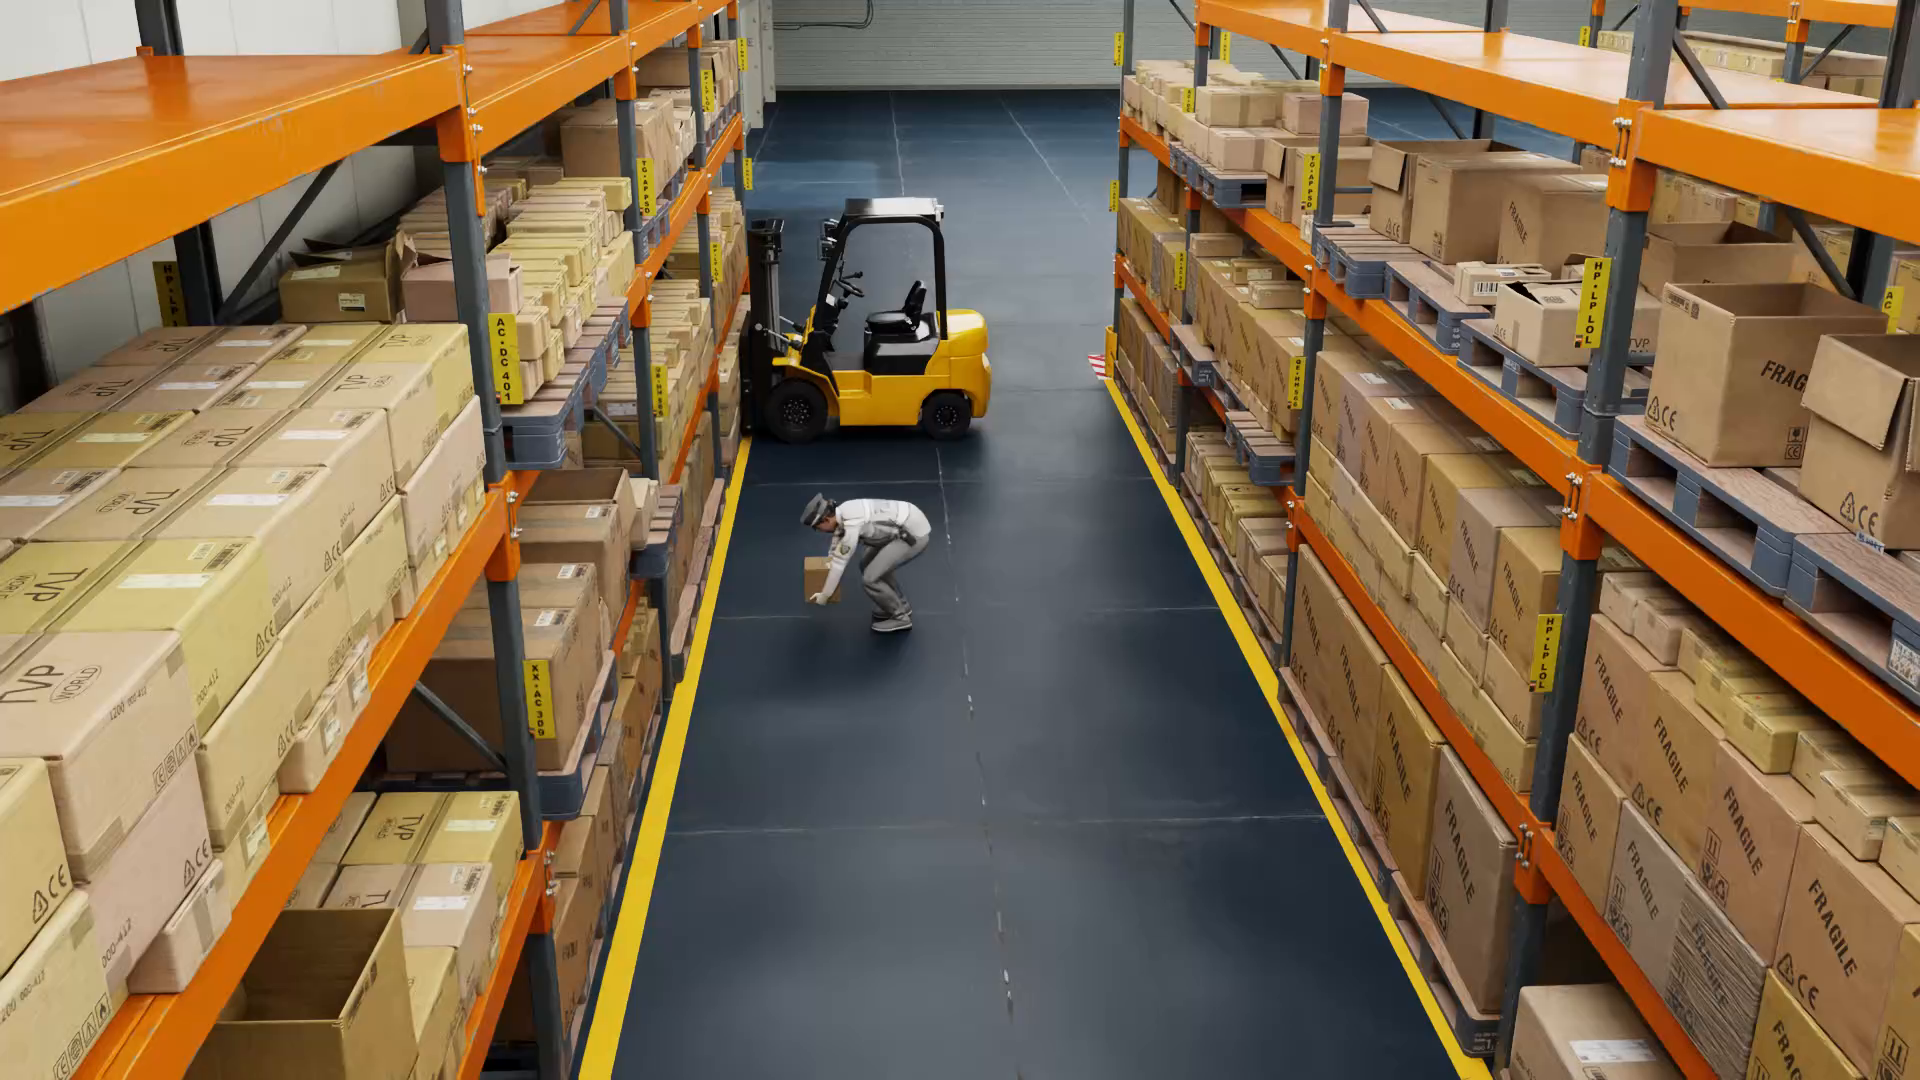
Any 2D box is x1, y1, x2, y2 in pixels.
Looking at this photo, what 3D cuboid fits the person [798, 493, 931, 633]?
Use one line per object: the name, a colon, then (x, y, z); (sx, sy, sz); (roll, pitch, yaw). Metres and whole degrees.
person: (-0.663, 0.134, 11.678); (0.919, 0.996, 0.468); (-2, 21, -6)
